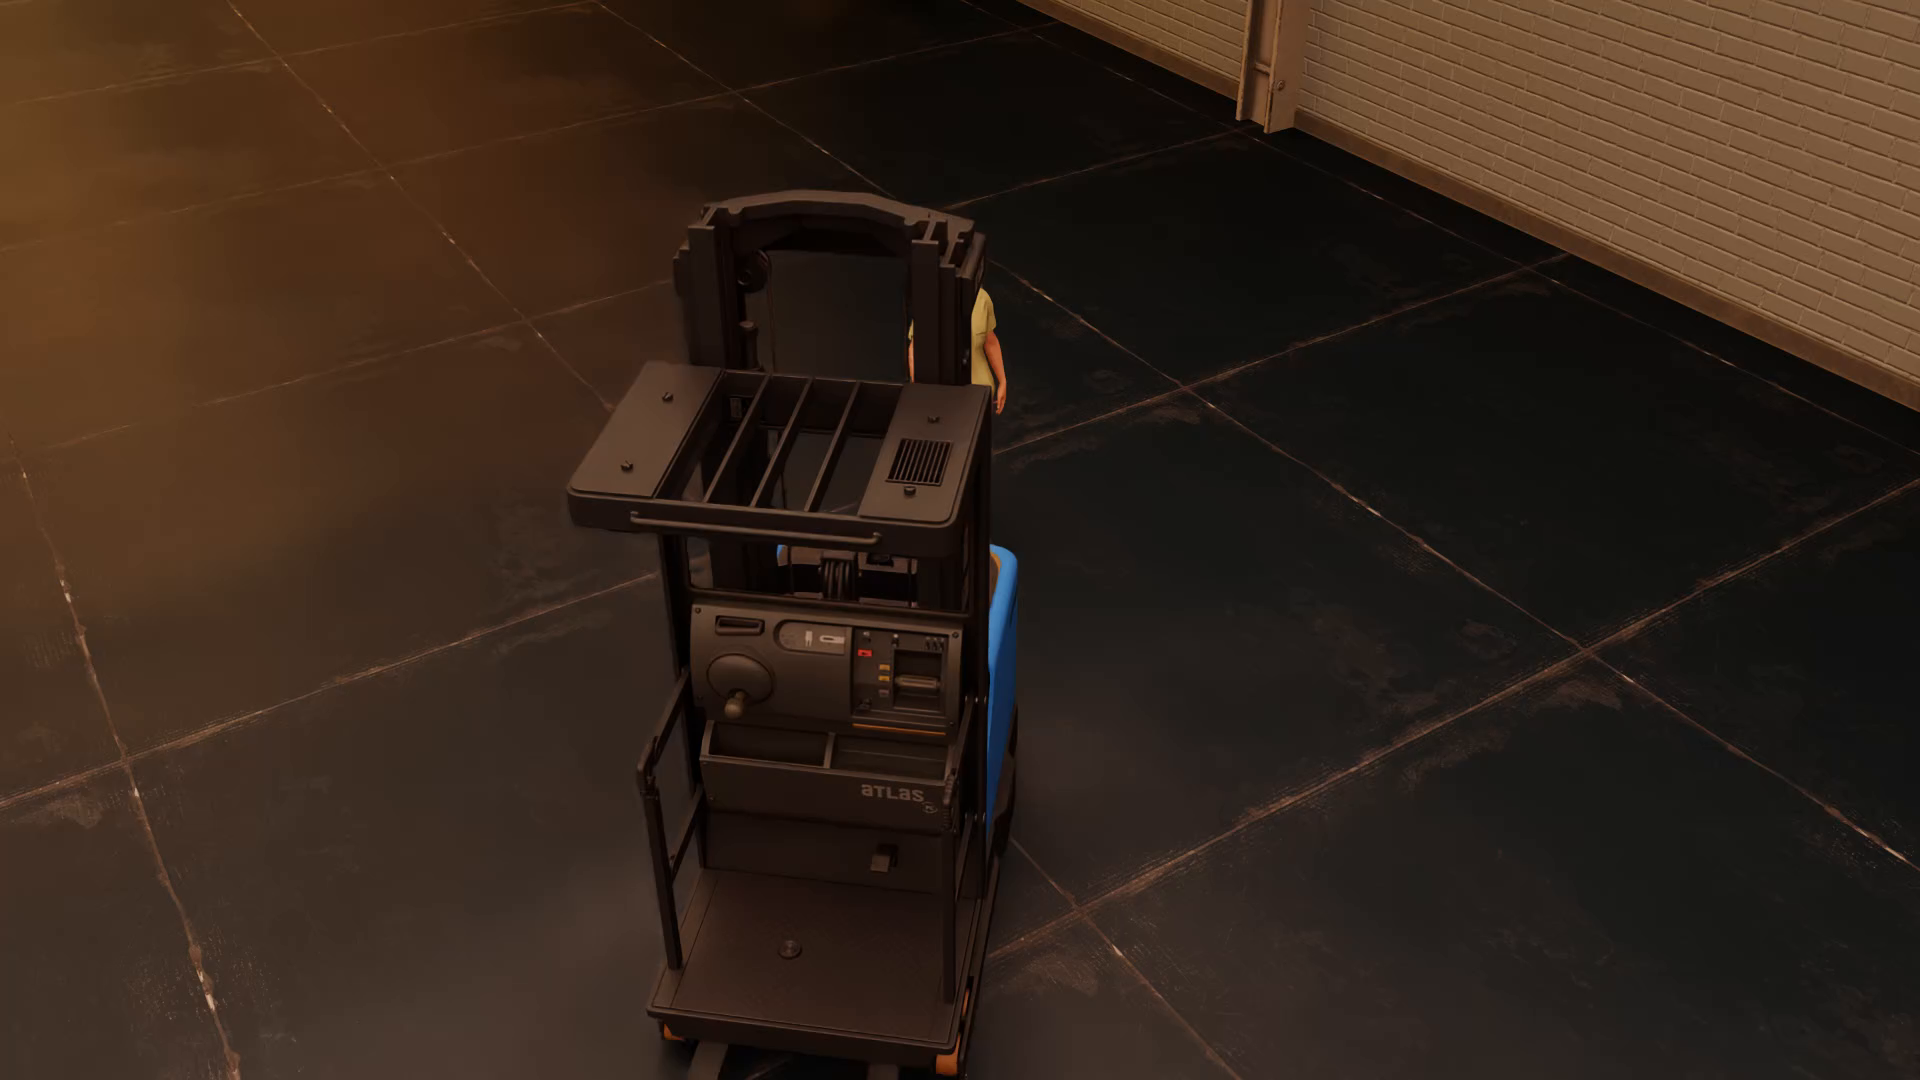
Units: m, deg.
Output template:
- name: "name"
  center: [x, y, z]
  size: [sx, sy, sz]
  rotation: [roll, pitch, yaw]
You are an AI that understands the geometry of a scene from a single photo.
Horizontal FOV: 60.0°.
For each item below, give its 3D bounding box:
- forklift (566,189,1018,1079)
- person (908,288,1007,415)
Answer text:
- name: "forklift"
  center: [-0.485, 0.498, 5.439]
  size: [1.130, 2.935, 3.031]
  rotation: [5, 35, 7]
- name: "person"
  center: [0.031, -0.652, 8.155]
  size: [0.554, 1.673, 0.548]
  rotation: [-21, 40, -27]
